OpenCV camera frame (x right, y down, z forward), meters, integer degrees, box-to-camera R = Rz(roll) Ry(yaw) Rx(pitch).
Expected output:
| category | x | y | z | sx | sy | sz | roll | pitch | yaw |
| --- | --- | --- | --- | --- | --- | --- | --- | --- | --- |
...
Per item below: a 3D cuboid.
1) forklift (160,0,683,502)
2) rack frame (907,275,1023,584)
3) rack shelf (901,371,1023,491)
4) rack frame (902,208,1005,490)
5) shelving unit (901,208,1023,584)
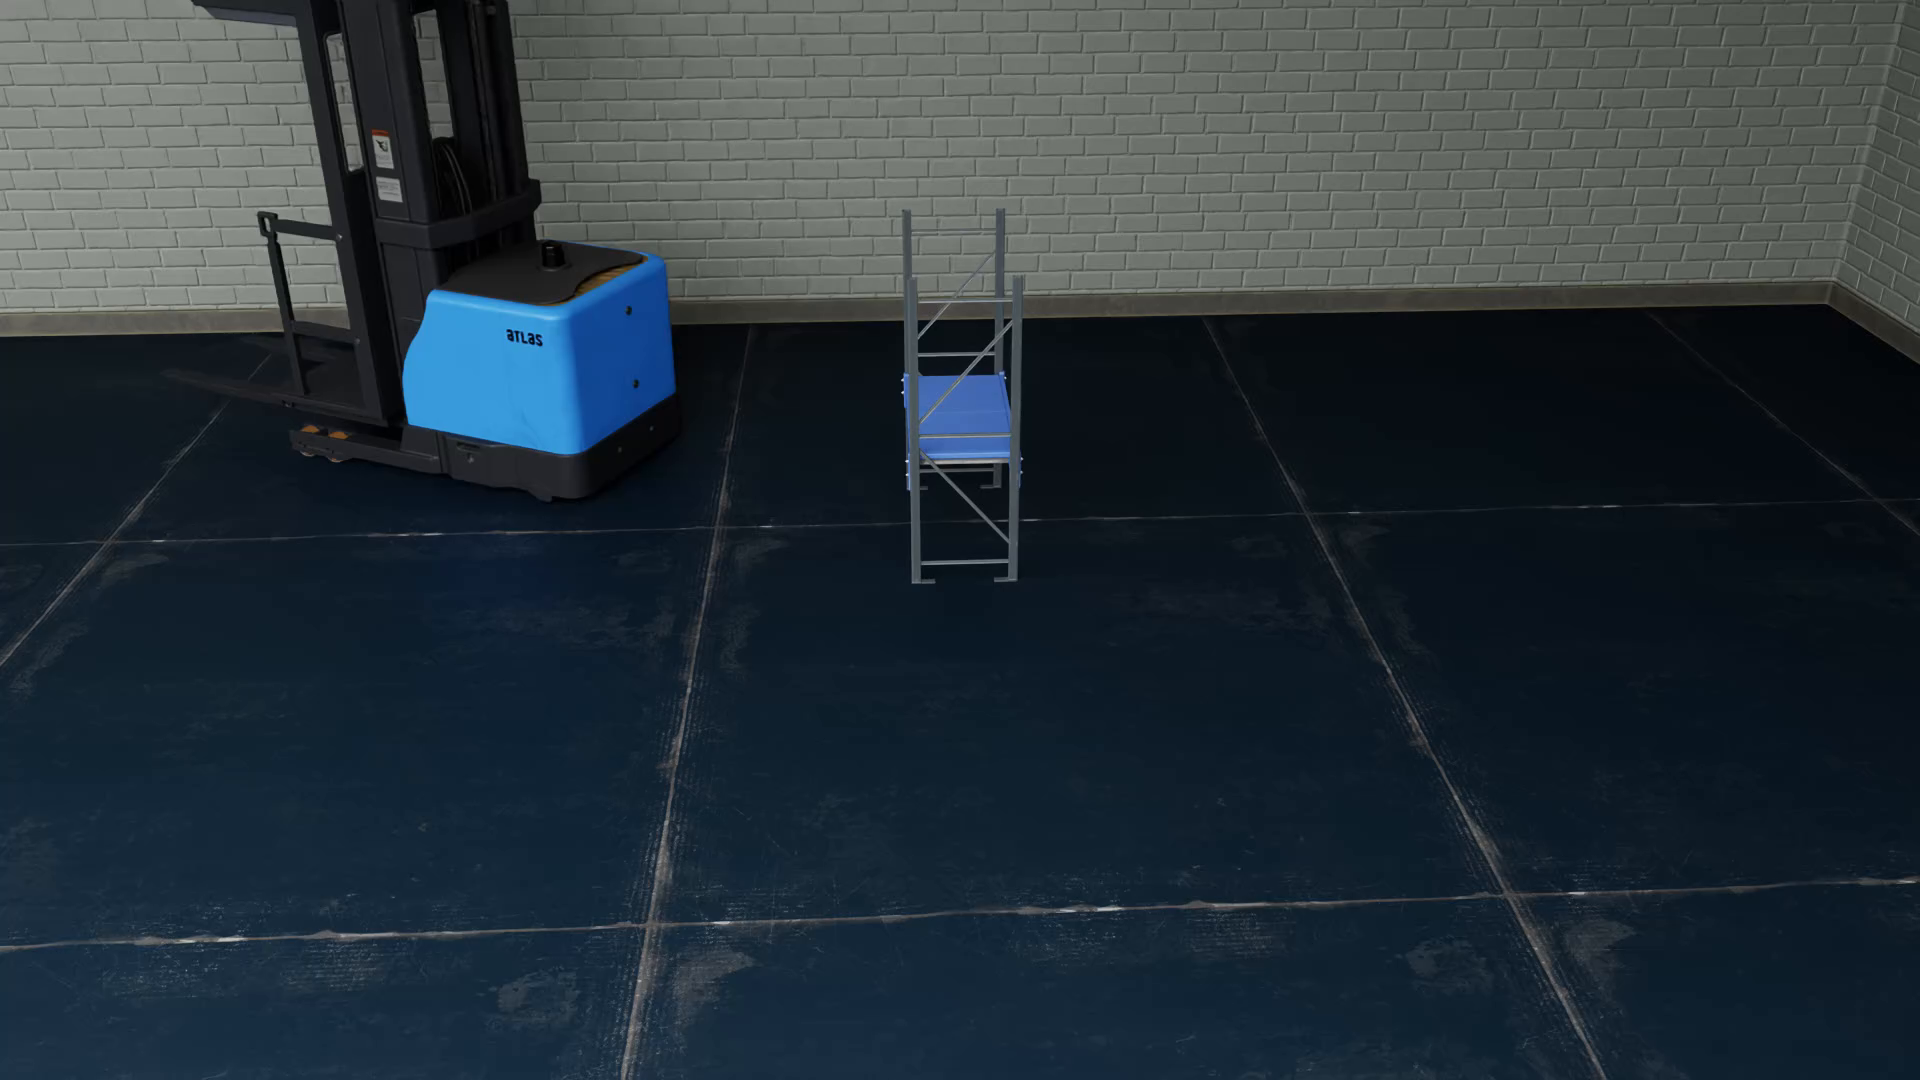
| category | x | y | z | sx | sy | sz | roll | pitch | yaw |
| --- | --- | --- | --- | --- | --- | --- | --- | --- | --- |
| forklift | -3.111 | -1.931 | 8.783 | 3.031 | 2.935 | 1.130 | 11 | 30 | 21 |
| rack frame | 0.022 | -0.470 | 7.529 | 0.500 | 1.500 | 0.032 | -1 | 28 | -3 |
| rack shelf | -0.004 | -0.545 | 8.062 | 0.538 | 0.185 | 1.000 | -1 | 28 | -3 |
| rack frame | -0.031 | -0.939 | 8.429 | 0.500 | 1.500 | 0.032 | -1 | 28 | -3 |
| shelving unit | -0.004 | -0.704 | 7.979 | 0.538 | 1.500 | 1.048 | -1 | 28 | -3 |
